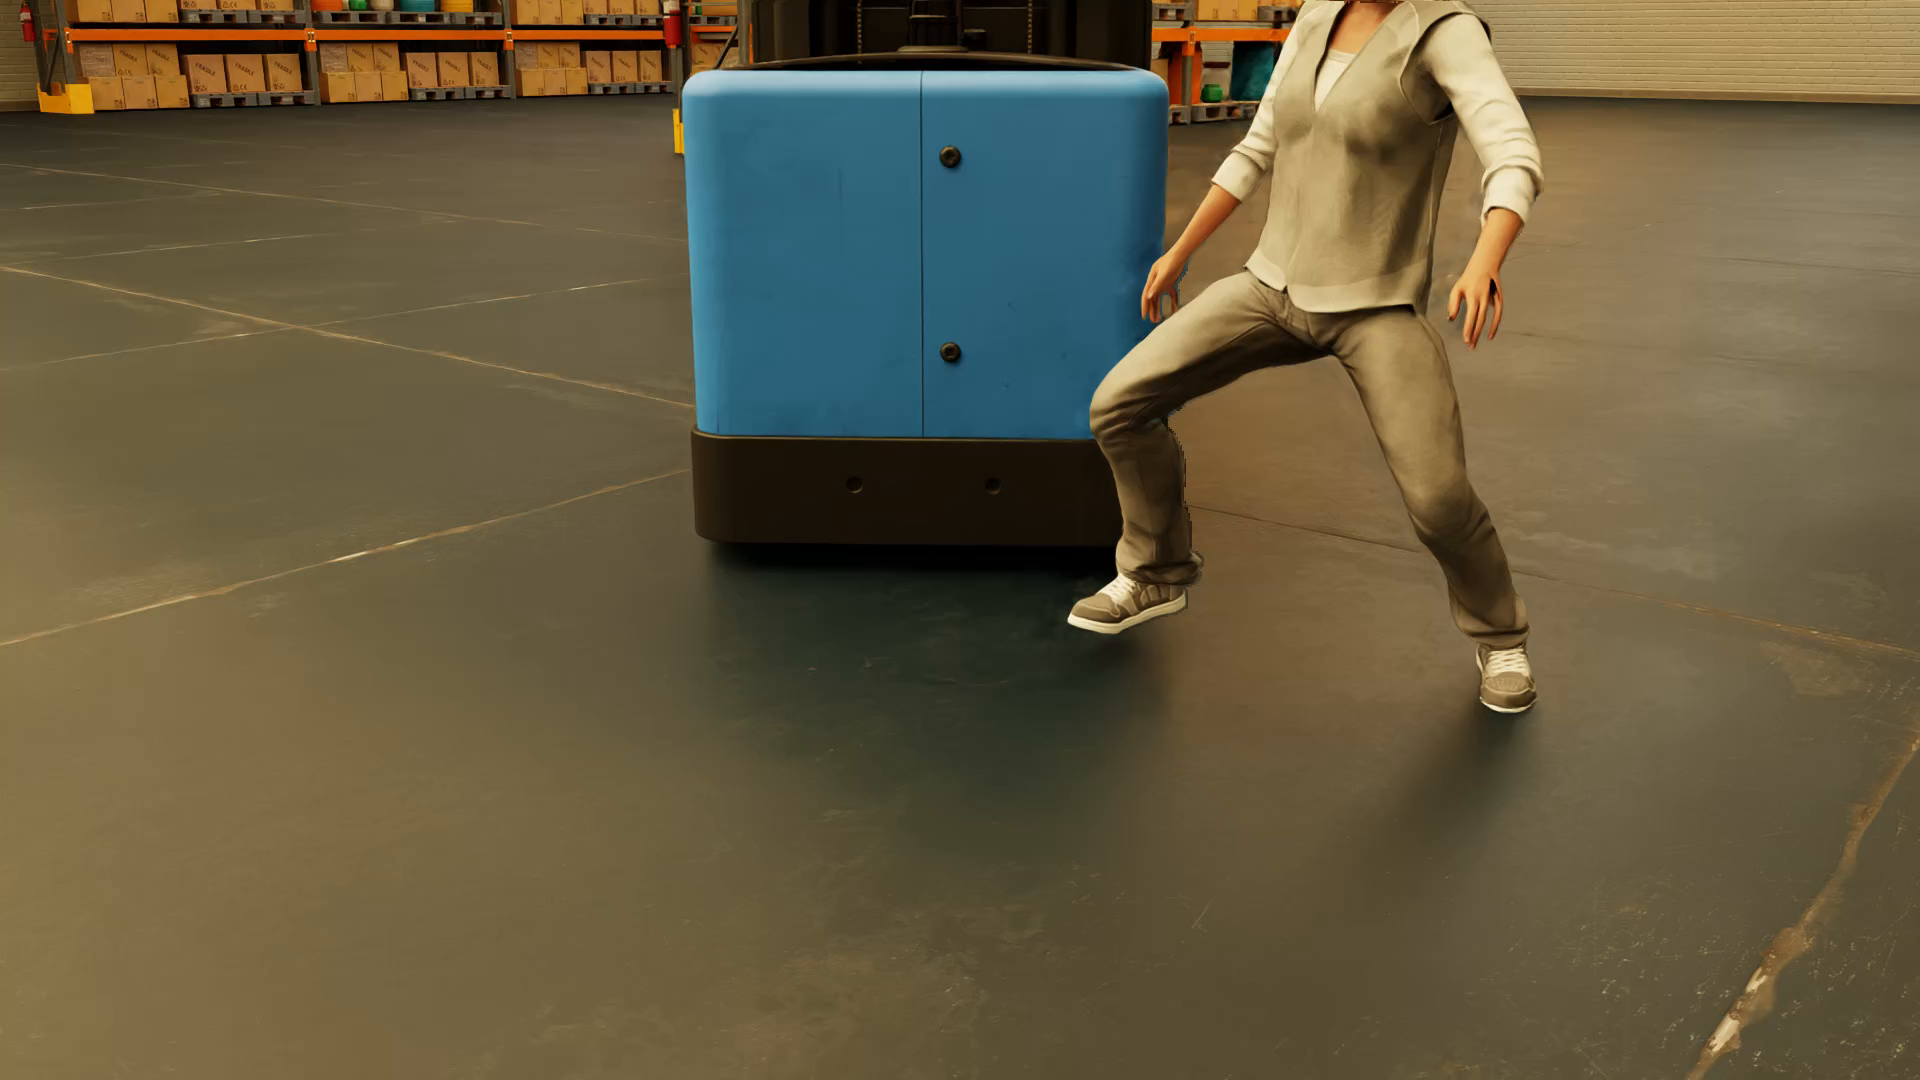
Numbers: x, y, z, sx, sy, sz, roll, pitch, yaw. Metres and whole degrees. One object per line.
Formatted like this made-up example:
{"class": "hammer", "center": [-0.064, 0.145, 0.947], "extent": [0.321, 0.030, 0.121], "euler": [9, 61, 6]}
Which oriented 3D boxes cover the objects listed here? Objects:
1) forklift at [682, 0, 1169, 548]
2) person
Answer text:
{"class": "forklift", "center": [-0.012, -1.760, 4.695], "extent": [1.130, 2.935, 3.031], "euler": [1, 17, 2]}
{"class": "person", "center": [0.689, -0.424, 2.893], "extent": [0.651, 1.465, 0.822], "euler": [-13, 21, -37]}
